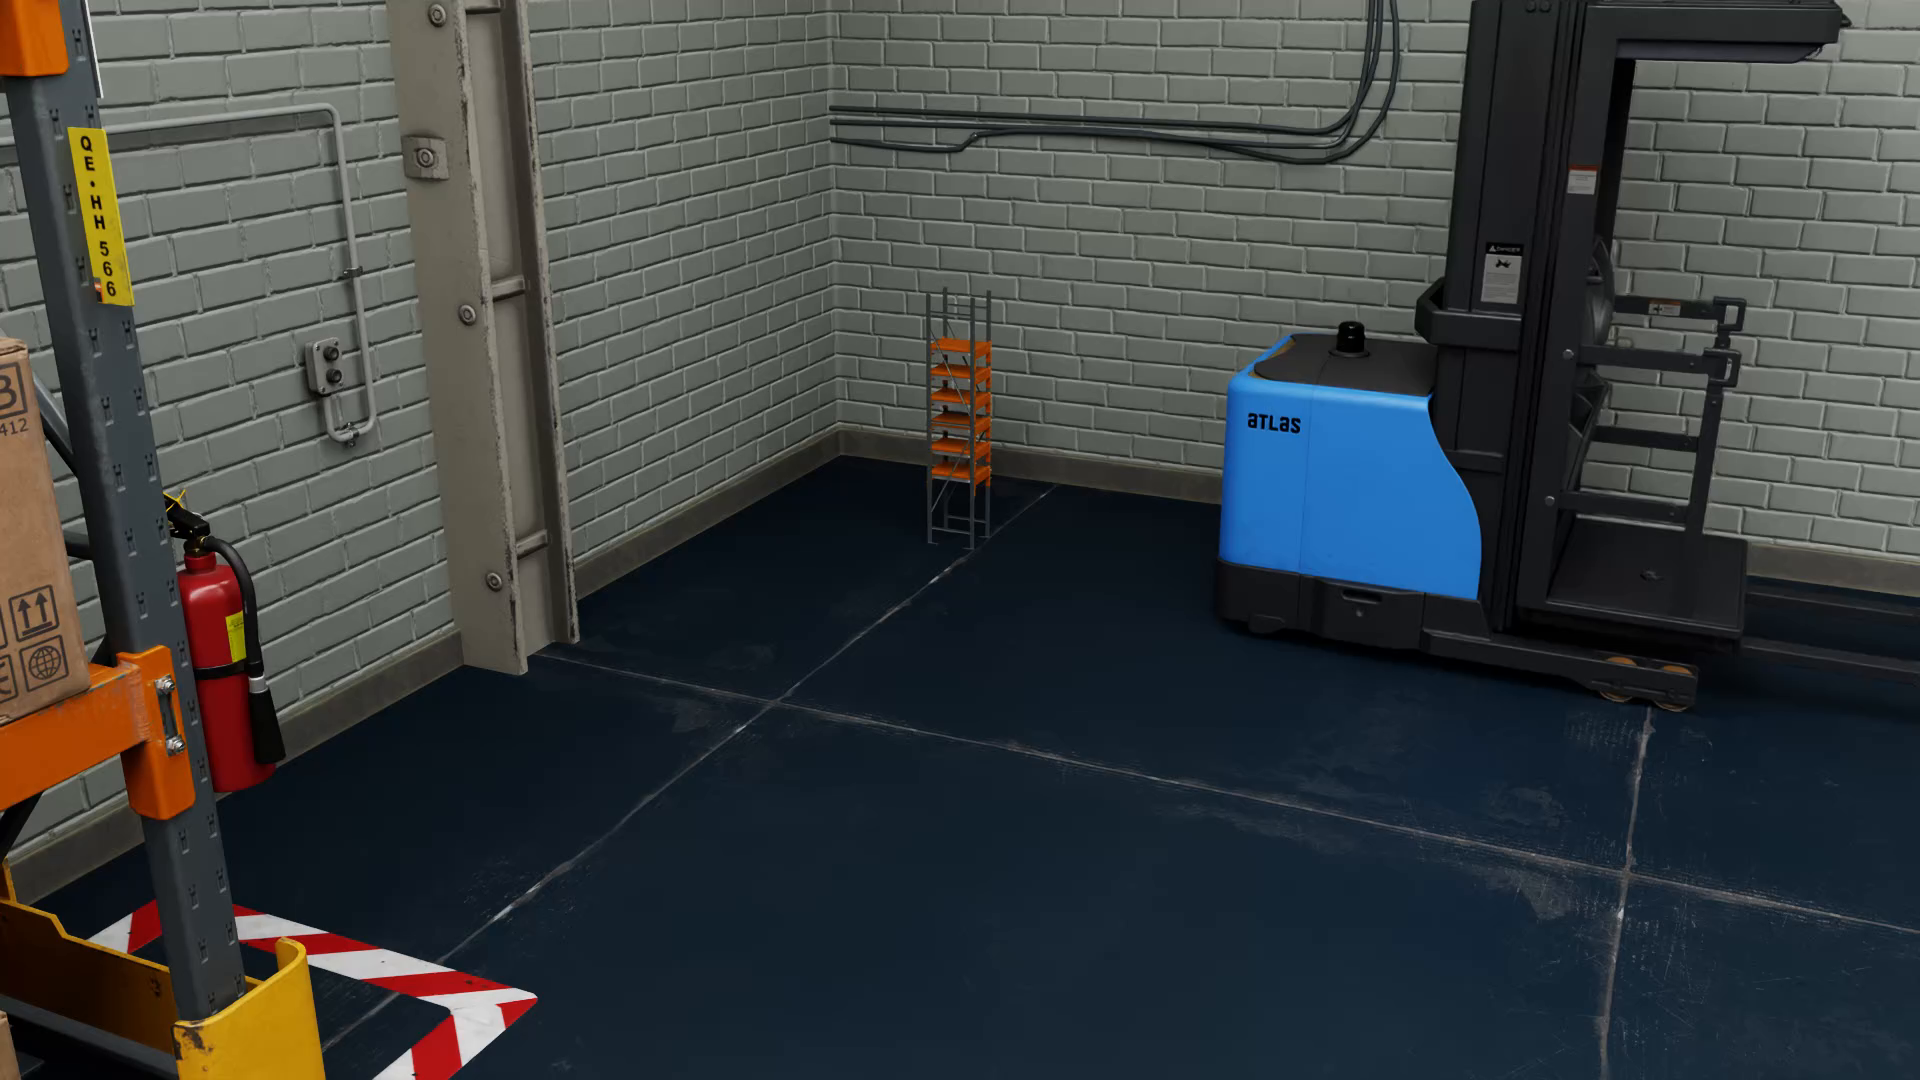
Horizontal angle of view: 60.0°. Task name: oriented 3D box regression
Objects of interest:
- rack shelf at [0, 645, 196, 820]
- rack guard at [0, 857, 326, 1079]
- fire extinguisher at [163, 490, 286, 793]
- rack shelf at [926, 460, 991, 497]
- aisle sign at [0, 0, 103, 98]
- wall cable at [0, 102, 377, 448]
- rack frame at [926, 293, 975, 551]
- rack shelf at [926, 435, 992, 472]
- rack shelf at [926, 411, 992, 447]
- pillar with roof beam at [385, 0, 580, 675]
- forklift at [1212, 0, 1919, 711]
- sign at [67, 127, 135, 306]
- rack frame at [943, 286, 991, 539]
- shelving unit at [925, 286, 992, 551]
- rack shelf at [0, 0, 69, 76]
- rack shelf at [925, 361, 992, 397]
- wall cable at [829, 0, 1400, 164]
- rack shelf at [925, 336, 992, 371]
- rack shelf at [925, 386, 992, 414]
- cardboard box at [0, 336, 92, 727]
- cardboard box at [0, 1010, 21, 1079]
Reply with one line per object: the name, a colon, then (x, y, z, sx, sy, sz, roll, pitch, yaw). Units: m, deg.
rack shelf: (-2.911, 0.928, 1.956, 1.077, 0.370, 4.000, 9, 21, 23)
rack guard: (-2.082, 1.148, 3.994, 1.175, 0.500, 0.348, 9, 21, 23)
fire extinguisher: (-1.609, 0.207, 3.581, 0.296, 0.674, 0.183, 9, 21, 23)
rack shelf: (-0.006, -0.293, 7.851, 0.258, 0.103, 0.180, 9, 21, 23)
aisle sign: (-1.789, -1.228, 3.065, 0.394, 0.787, 0.004, 9, 21, 23)
wall cable: (-2.431, -1.022, 4.850, 0.084, 1.984, 1.851, 9, 21, 23)
rack frame: (-0.043, -0.533, 7.677, 0.240, 1.200, 0.006, 9, 21, 23)
rack shelf: (-0.006, -0.406, 7.810, 0.258, 0.103, 0.180, 9, 21, 23)
rack shelf: (-0.006, -0.519, 7.770, 0.258, 0.103, 0.180, 9, 21, 23)
pillar with roof beam: (2.152, -3.202, 3.543, 9.100, 9.000, 0.400, 9, 21, 23)
forklift: (2.611, -0.947, 6.259, 3.031, 2.935, 1.130, 9, 21, 23)
sign: (-1.603, -0.600, 3.099, 0.100, 0.325, 0.005, 9, 21, 23)
rack frame: (0.032, -0.589, 7.834, 0.240, 1.200, 0.006, 9, 21, 23)
shelving unit: (-0.006, -0.561, 7.755, 0.258, 1.200, 0.189, 9, 21, 23)
rack shelf: (-2.911, -0.485, 1.453, 1.077, 0.370, 4.000, 9, 21, 23)
rack shelf: (-0.006, -0.745, 7.690, 0.258, 0.103, 0.180, 9, 21, 23)
wall cable: (0.550, -3.066, 7.793, 3.097, 2.526, 0.112, 9, 21, 23)
rack shelf: (-0.006, -0.858, 7.650, 0.258, 0.103, 0.180, 9, 21, 23)
rack shelf: (-0.006, -0.632, 7.730, 0.258, 0.103, 0.180, 9, 21, 23)
cardboard box: (-2.292, -0.006, 3.062, 0.980, 0.700, 0.700, 10, 22, 25)
cardboard box: (-2.287, 1.186, 3.262, 0.700, 0.500, 0.500, 9, 21, 23)
